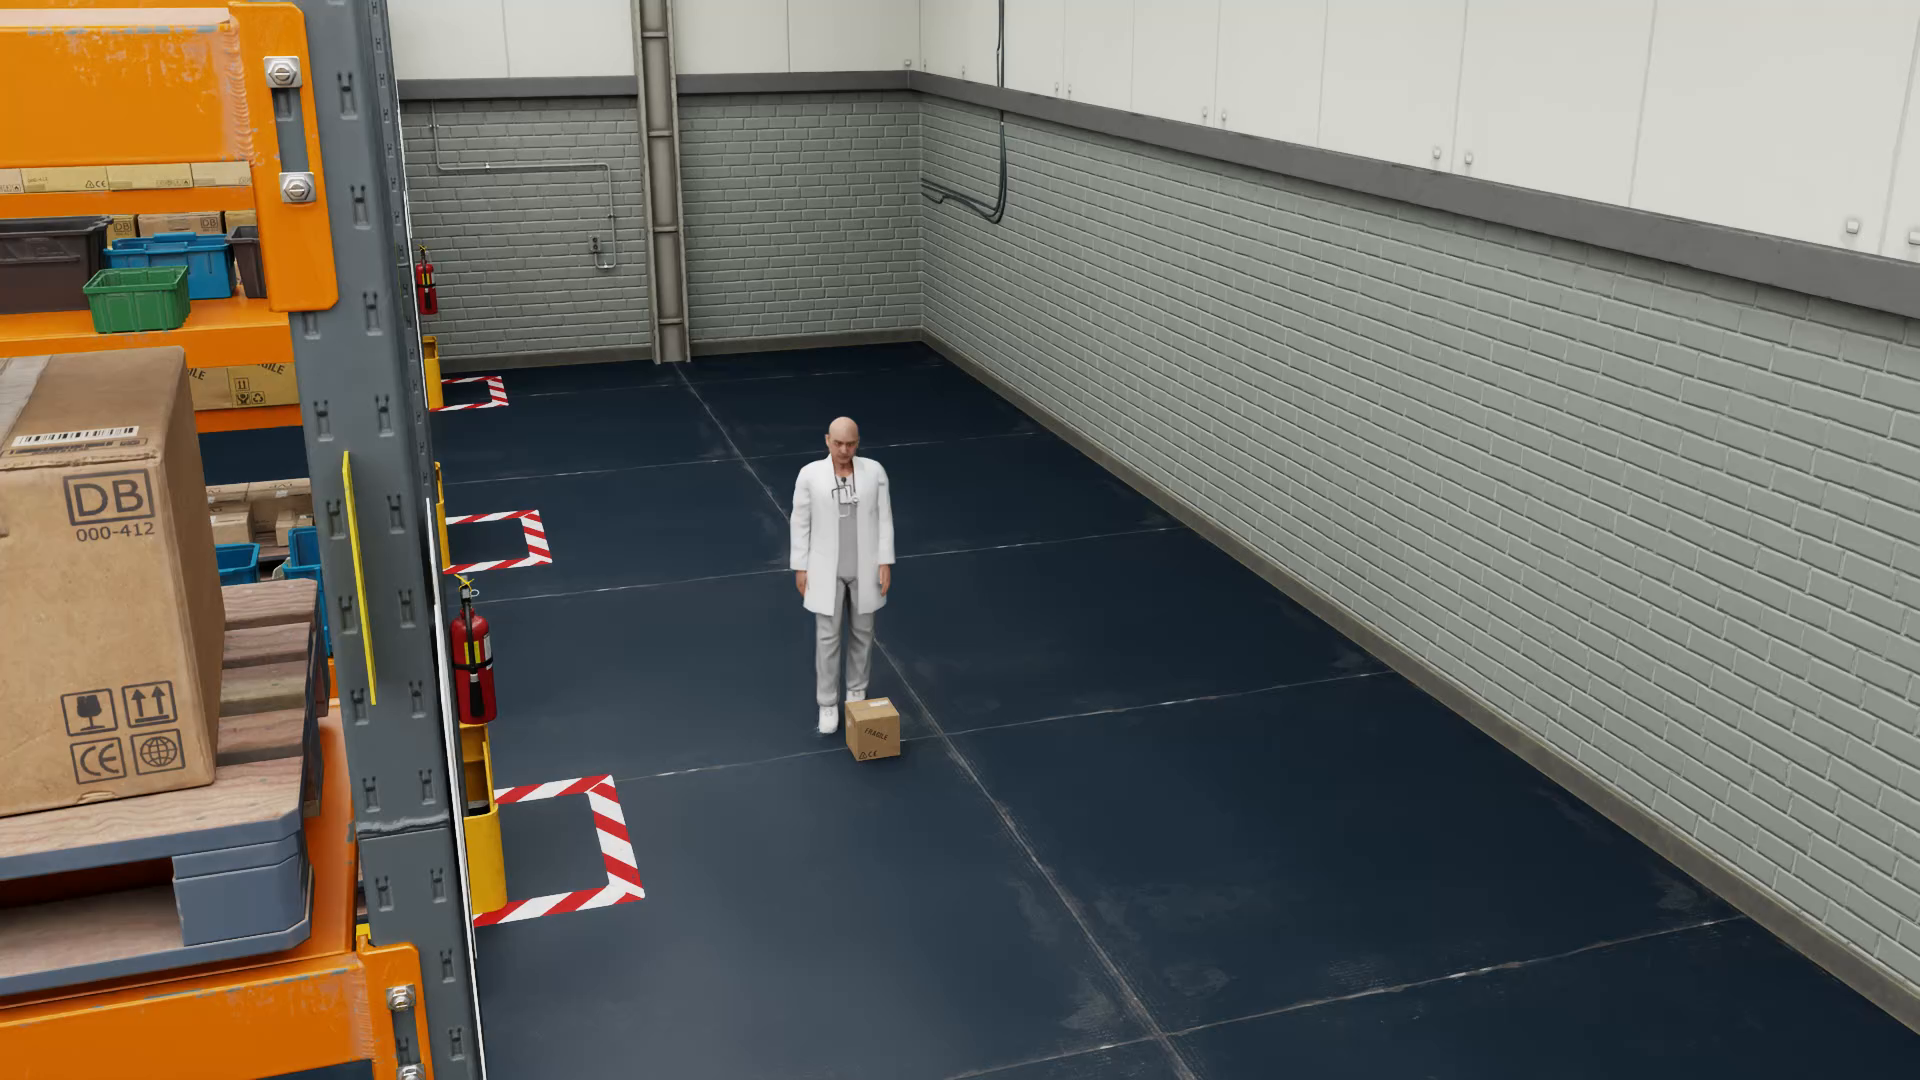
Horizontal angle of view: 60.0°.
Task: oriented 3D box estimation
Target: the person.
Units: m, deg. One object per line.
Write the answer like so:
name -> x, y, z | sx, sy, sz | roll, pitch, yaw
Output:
person -> -0.672, 0.179, 9.558 | 0.599, 1.797, 0.585 | -3, 19, -10
